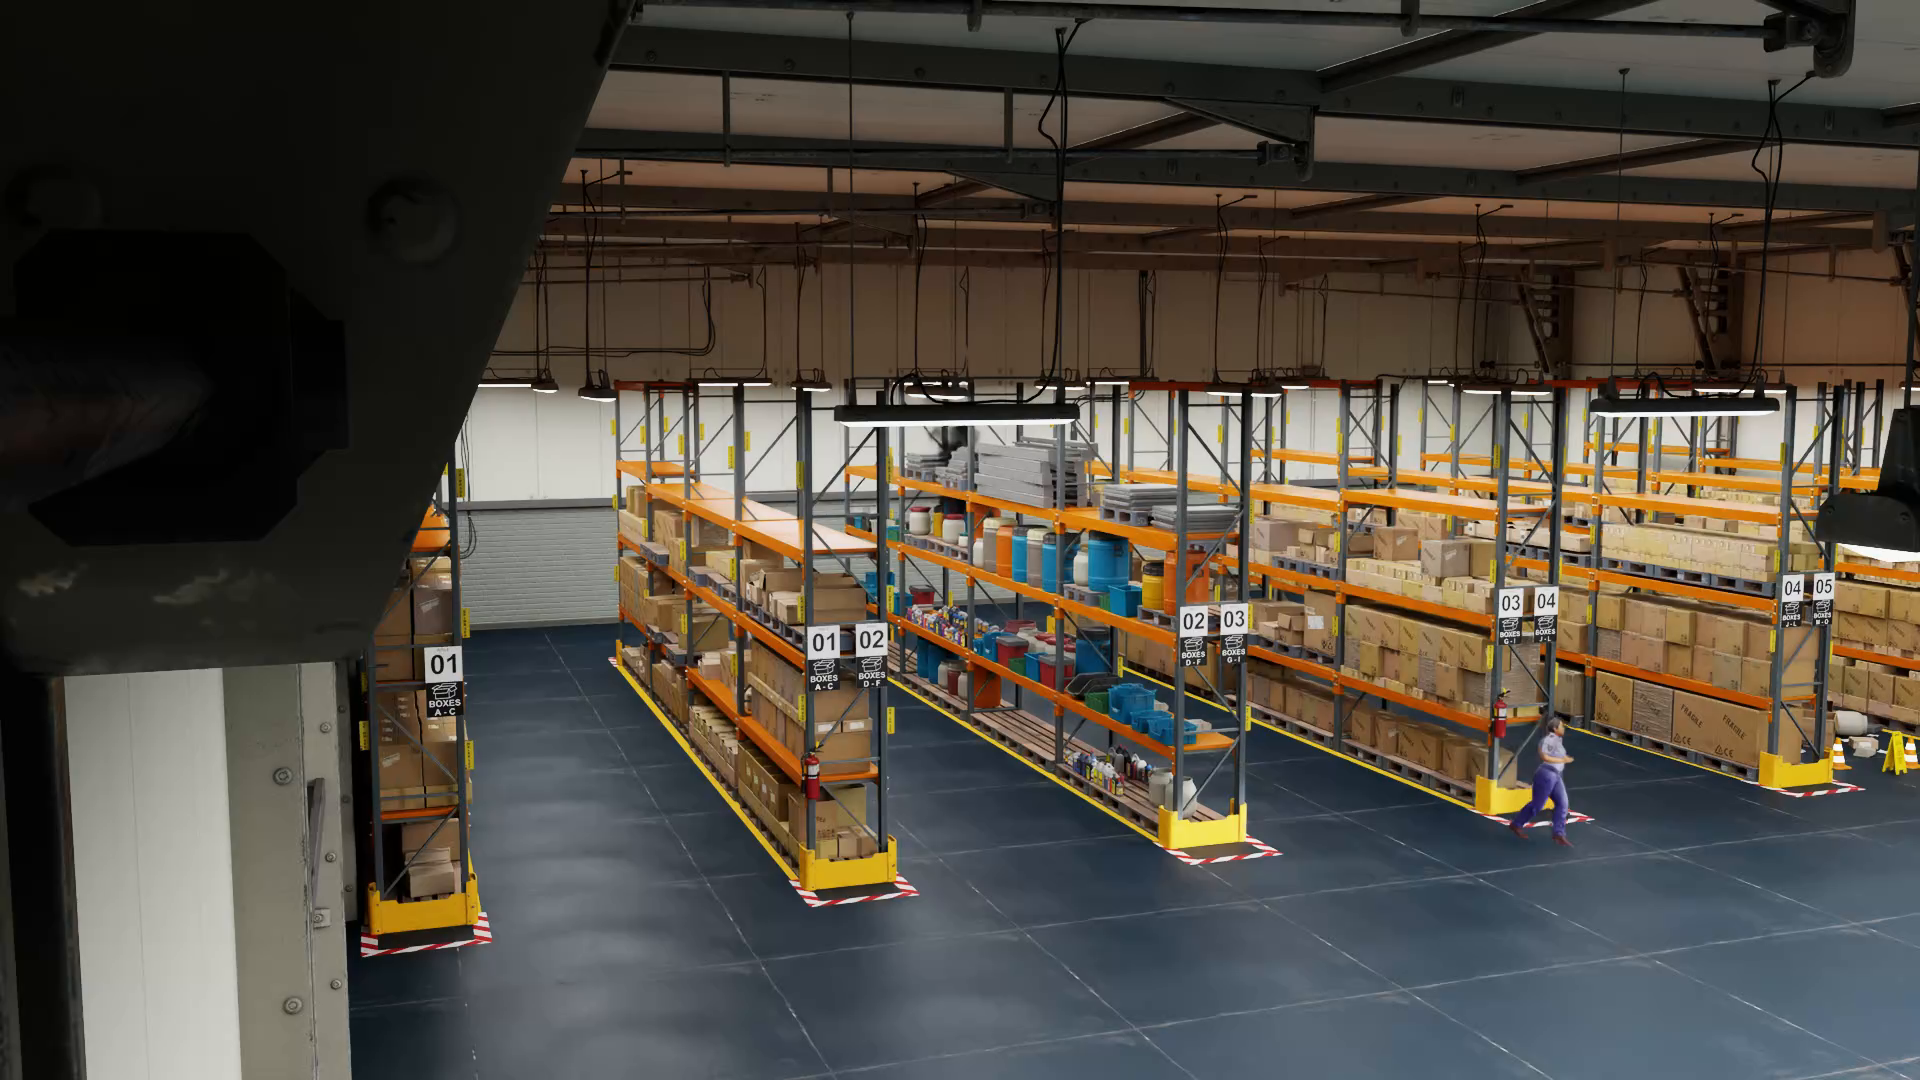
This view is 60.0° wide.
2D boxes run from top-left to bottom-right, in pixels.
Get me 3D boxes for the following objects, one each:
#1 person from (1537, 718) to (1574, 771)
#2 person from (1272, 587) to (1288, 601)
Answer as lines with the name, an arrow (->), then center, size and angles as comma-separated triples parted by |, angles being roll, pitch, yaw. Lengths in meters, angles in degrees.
person -> 7.867, 2.768, 22.060 | 0.556, 0.771, 0.612 | 4, 7, 36
person -> 8.053, 0.956, 42.135 | 0.891, 1.614, 0.629 | -4, 7, -35
